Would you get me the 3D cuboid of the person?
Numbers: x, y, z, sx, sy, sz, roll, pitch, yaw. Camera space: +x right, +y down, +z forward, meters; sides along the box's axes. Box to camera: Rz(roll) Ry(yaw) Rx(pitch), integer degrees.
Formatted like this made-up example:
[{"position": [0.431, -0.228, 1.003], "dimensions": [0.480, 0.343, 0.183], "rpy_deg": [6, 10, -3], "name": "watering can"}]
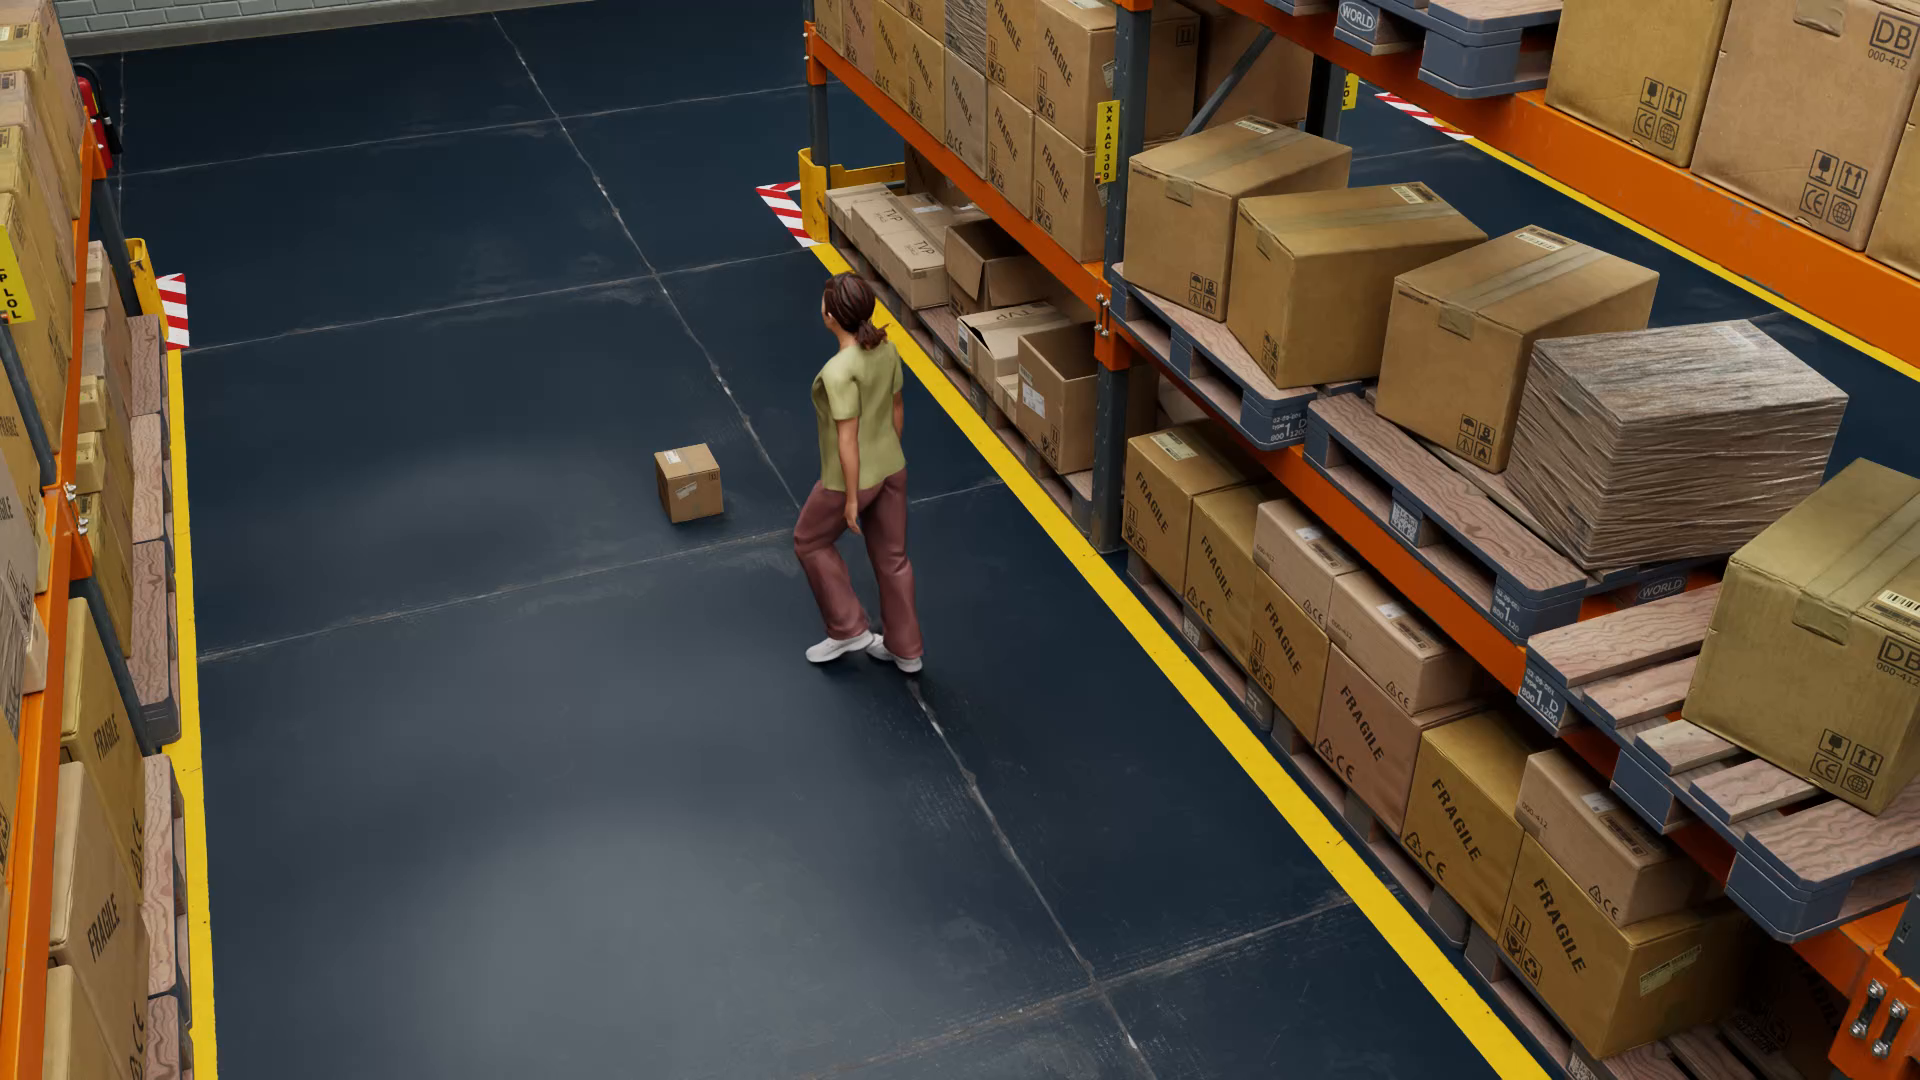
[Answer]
[{"position": [-0.355, -0.132, 6.553], "dimensions": [0.534, 1.431, 0.472], "rpy_deg": [24, 41, 32], "name": "person"}]
